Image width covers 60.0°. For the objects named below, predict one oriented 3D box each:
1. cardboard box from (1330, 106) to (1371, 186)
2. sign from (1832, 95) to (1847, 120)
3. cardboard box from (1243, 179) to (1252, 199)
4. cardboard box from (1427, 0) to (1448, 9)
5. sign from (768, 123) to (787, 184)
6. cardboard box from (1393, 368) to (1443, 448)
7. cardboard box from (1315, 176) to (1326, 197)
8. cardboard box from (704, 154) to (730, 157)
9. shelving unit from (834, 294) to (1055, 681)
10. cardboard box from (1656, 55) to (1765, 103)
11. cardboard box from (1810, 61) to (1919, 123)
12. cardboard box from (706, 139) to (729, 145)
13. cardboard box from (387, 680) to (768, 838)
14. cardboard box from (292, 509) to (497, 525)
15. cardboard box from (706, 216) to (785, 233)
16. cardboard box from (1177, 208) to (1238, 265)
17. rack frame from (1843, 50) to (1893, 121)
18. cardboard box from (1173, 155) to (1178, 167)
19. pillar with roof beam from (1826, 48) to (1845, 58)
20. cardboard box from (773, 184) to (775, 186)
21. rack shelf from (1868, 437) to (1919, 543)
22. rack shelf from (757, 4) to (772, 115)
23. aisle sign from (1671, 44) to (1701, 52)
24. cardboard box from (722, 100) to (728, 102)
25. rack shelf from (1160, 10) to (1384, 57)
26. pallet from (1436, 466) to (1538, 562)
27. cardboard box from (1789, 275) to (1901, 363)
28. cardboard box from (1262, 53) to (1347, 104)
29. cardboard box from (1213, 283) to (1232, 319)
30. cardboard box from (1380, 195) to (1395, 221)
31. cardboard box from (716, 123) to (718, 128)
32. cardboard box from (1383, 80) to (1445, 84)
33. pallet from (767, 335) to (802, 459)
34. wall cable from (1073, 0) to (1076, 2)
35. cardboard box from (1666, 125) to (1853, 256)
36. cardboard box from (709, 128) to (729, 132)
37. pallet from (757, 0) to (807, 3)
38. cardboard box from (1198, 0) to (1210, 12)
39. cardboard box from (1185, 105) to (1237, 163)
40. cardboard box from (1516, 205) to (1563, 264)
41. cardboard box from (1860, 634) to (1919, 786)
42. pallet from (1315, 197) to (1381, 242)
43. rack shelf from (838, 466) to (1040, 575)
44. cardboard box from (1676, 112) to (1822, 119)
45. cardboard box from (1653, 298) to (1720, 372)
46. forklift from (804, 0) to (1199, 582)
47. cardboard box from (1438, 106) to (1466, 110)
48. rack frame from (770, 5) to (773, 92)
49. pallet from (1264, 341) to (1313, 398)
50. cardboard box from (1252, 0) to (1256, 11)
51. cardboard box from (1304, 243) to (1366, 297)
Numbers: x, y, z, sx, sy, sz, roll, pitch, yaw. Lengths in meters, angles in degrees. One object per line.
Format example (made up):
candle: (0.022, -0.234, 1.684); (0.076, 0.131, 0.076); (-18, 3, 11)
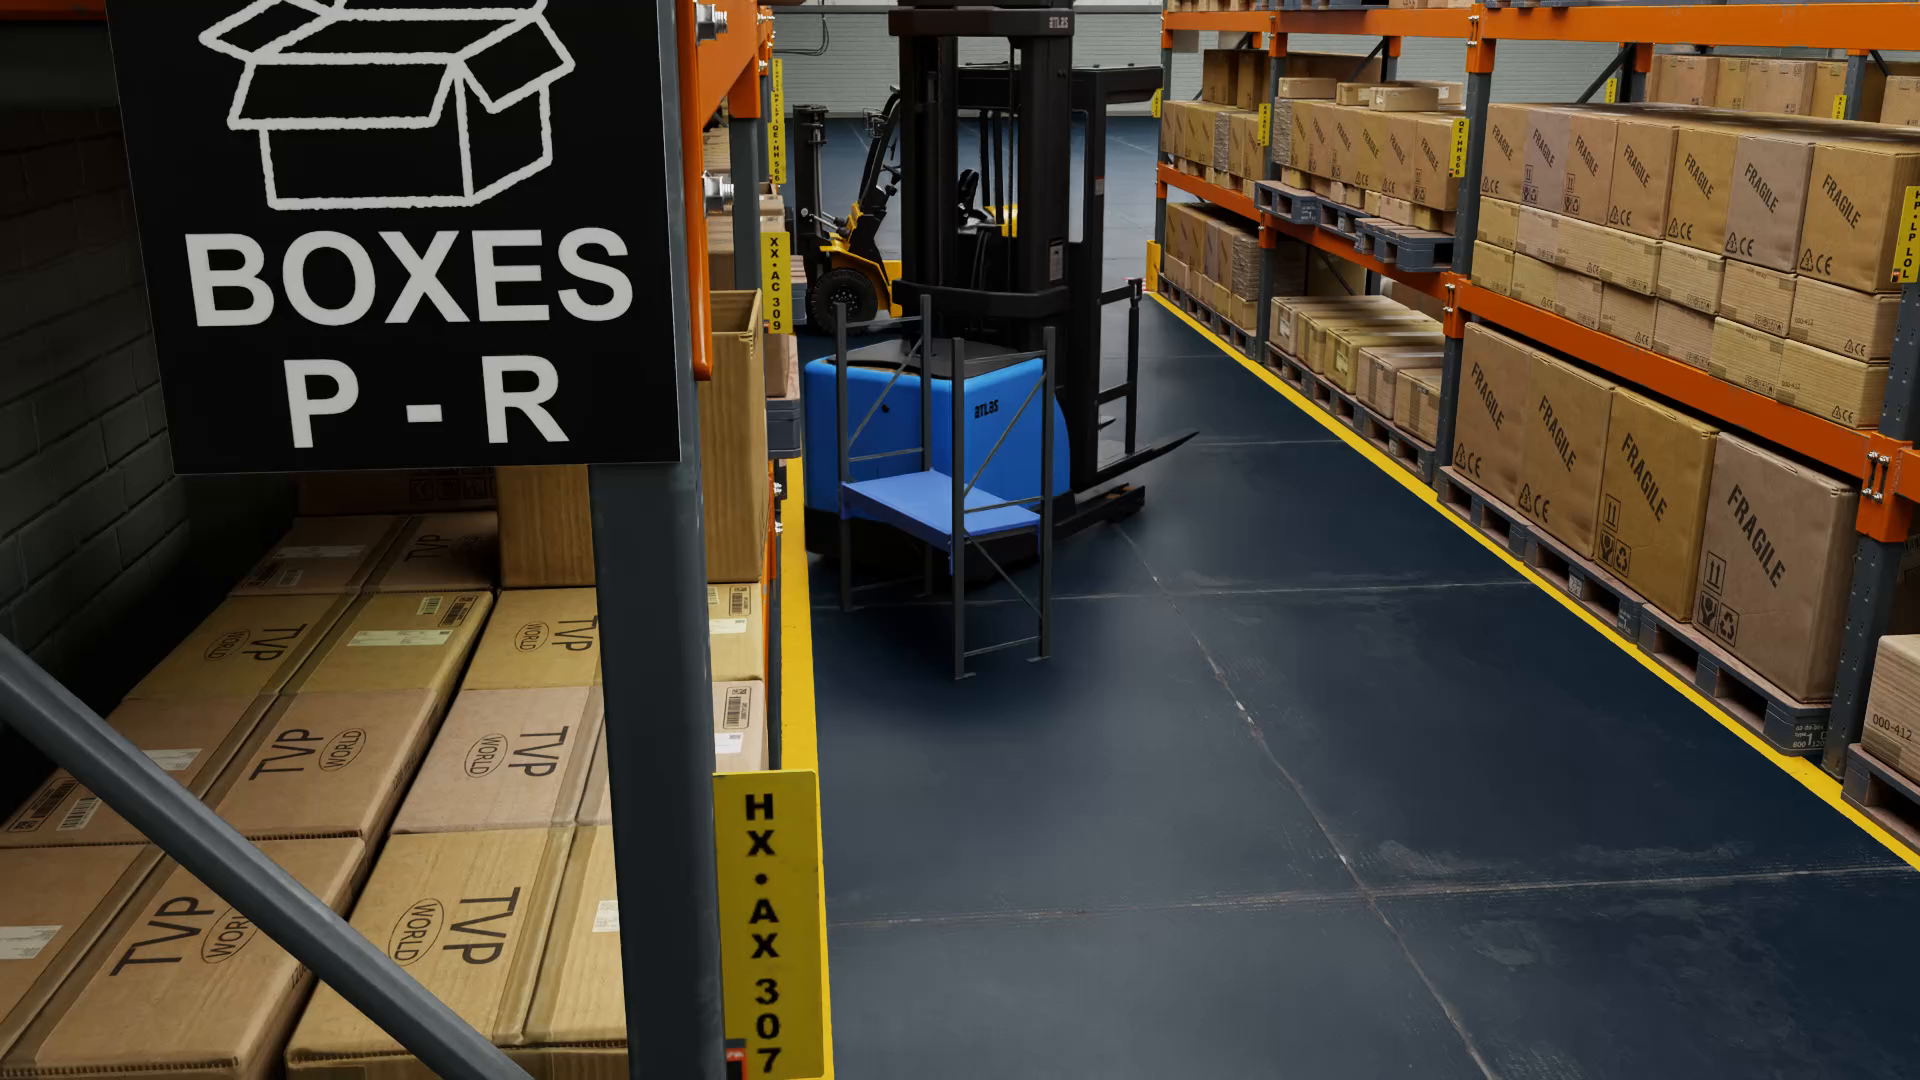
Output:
cardboard box: (2.895, -2.726, 11.487); (0.500, 0.500, 0.500); (-2, 18, -8)
sign: (7.339, -3.550, 13.900); (0.100, 0.325, 0.005); (-2, 18, -6)
cardboard box: (2.609, -2.975, 14.063); (0.380, 0.149, 0.250); (-1, 17, -4)
cardboard box: (3.303, -3.504, 10.155); (0.700, 0.500, 0.500); (-2, 18, -6)
sign: (-1.007, -2.122, 9.127); (0.100, 0.325, 0.005); (-2, 18, -6)
cardboard box: (3.342, -0.857, 10.587); (0.950, 0.372, 0.625); (-3, 18, -9)
cardboard box: (2.828, -2.605, 12.186); (0.380, 0.149, 0.250); (-2, 17, -5)
cardboard box: (-1.406, -2.282, 10.187); (0.380, 0.149, 0.250); (-2, 17, -5)
shelving unit: (-0.086, -0.275, 7.550); (0.538, 1.500, 1.048); (-11, 20, -31)
cardboard box: (7.627, -4.623, 16.841); (0.875, 0.550, 0.550); (-2, 18, -6)
cardboard box: (7.888, -3.815, 14.267); (0.875, 0.550, 0.550); (-2, 18, -6)
cardboard box: (-1.541, -2.662, 11.398); (0.380, 0.149, 0.250); (-2, 18, -5)
cardboard box: (-0.552, 0.432, 2.548); (0.500, 0.250, 0.500); (-2, 17, -5)
cardboard box: (-1.241, -0.007, 3.947); (0.500, 0.250, 0.500); (-1, 17, -4)
cardboard box: (-1.014, -0.949, 6.325); (0.700, 0.500, 0.500); (-2, 17, -5)
cardboard box: (2.435, -2.960, 16.236); (0.500, 0.500, 0.500); (-2, 18, -8)
rack frame: (7.891, -3.117, 14.098); (1.000, 3.000, 0.127); (-2, 18, -6)
cardboard box: (2.395, -3.898, 17.006); (0.380, 0.149, 0.250); (-2, 18, -5)
pillar with roof beam: (20.760, -16.376, 46.317); (9.100, 9.000, 0.400); (-2, 18, -6)
cardboard box: (-1.435, -2.200, 10.593); (0.500, 0.250, 0.500); (-2, 18, -7)
rack shelf: (4.010, 0.389, 4.132); (1.077, 0.370, 4.000); (-2, 18, -6)
rack shelf: (-1.340, -2.080, 6.987); (1.077, 0.370, 4.000); (-2, 18, -6)
aisle sign: (7.770, -5.579, 17.601); (0.394, 0.787, 0.004); (-2, 18, -6)
cardboard box: (-1.848, -3.534, 13.678); (0.380, 0.149, 0.250); (-2, 18, -7)
rack shelf: (2.772, -4.618, 15.071); (1.077, 0.370, 4.000); (-2, 18, -6)
pallet: (3.397, -0.175, 9.381); (1.003, 0.211, 1.213); (-2, 18, -6)
cardboard box: (3.516, -0.841, 6.265); (0.500, 0.250, 0.500); (-2, 18, -6)
cardboard box: (3.093, -4.042, 14.710); (0.700, 0.500, 0.500); (-2, 18, -7)
cardboard box: (2.585, -2.149, 14.903); (0.500, 0.250, 0.500); (-2, 18, -7)
cardboard box: (2.935, -2.140, 10.703); (0.380, 0.149, 0.250); (-3, 18, -8)
cardboard box: (-1.813, -3.394, 13.729); (0.380, 0.149, 0.250); (-2, 18, -6)
cardboard box: (3.334, -3.298, 12.226); (0.380, 0.149, 0.250); (-2, 18, -7)
pallet: (-1.107, -0.546, 6.229); (1.003, 0.211, 1.213); (-2, 18, -6)
wall cable: (4.166, -18.366, 46.976); (2.305, 6.003, 0.169); (-2, 18, -6)
cardboard box: (3.414, -1.506, 7.131); (0.500, 0.500, 0.500); (-1, 17, -4)
cardboard box: (-1.703, -3.042, 12.608); (0.380, 0.149, 0.250); (-1, 17, -4)
pallet: (-1.131, -1.934, 5.635); (1.213, 0.211, 1.003); (-2, 18, -6)
cardboard box: (2.414, -4.943, 15.326); (0.380, 0.149, 0.250); (-2, 17, -5)
cardboard box: (2.449, -3.860, 15.800); (0.500, 0.500, 0.500); (-2, 18, -7)
cardboard box: (3.250, -1.597, 8.670); (0.500, 0.250, 0.500); (-1, 17, -4)
cardboard box: (3.761, 0.662, 5.637); (0.875, 0.438, 0.875); (-2, 18, -6)
pallet: (3.146, -2.239, 11.622); (1.003, 0.211, 1.213); (-2, 18, -6)
rack shelf: (-0.086, -0.104, 7.604); (0.538, 0.185, 1.000); (-11, 20, -31)
cardboard box: (3.810, -1.820, 8.131); (0.500, 0.500, 0.500); (-2, 18, -6)
cardboard box: (3.422, -0.907, 7.310); (0.500, 0.250, 0.500); (-2, 18, -7)
forklift: (0.420, -1.570, 9.285); (1.130, 2.935, 3.031); (11, 21, 32)
cardboard box: (3.408, -2.736, 11.519); (0.500, 0.500, 0.500); (-2, 18, -8)
rack frame: (-2.371, -3.971, 16.819); (1.000, 3.000, 0.127); (-2, 18, -6)
pallet: (3.060, -1.372, 13.194); (1.003, 0.211, 1.213); (-2, 18, -6)
cardboard box: (2.653, -4.483, 13.861); (0.380, 0.149, 0.250); (-2, 18, -5)
cardboard box: (3.186, -2.364, 14.338); (0.500, 0.500, 0.500); (-1, 17, -3)
